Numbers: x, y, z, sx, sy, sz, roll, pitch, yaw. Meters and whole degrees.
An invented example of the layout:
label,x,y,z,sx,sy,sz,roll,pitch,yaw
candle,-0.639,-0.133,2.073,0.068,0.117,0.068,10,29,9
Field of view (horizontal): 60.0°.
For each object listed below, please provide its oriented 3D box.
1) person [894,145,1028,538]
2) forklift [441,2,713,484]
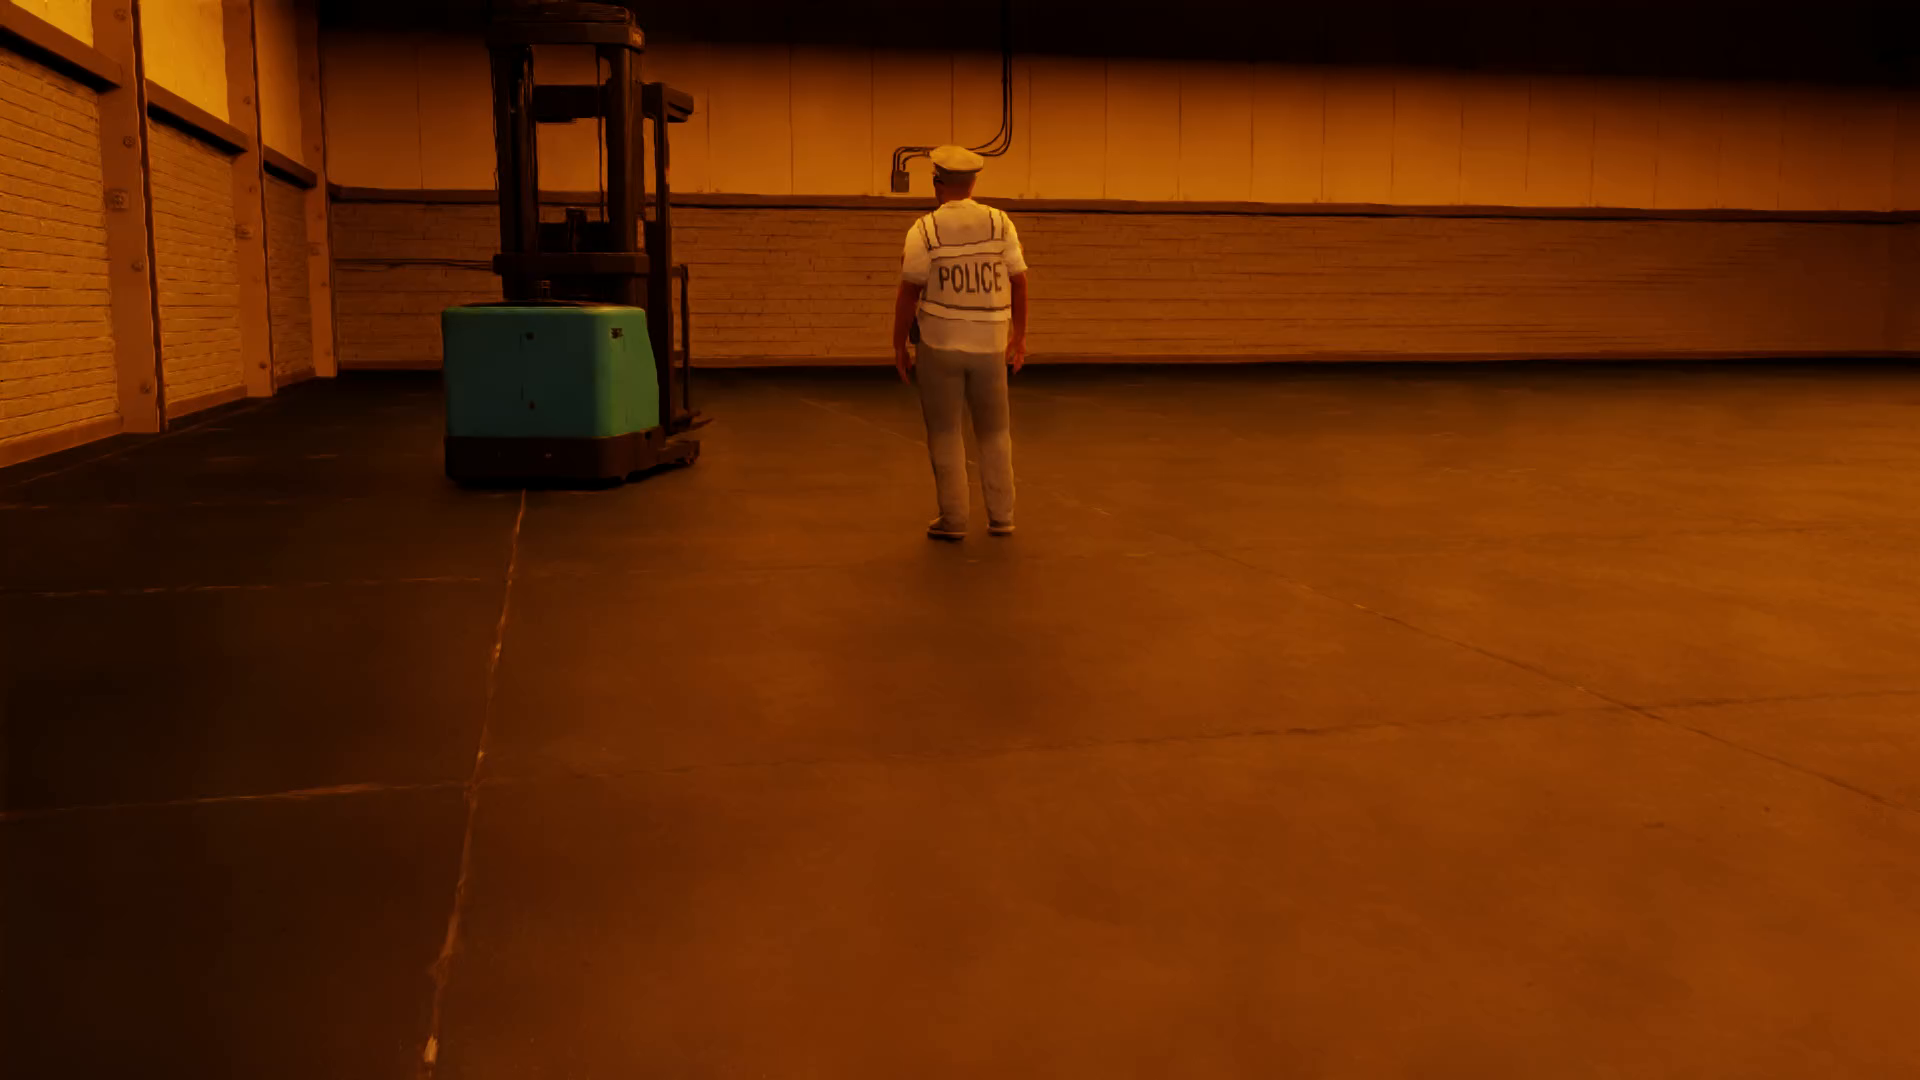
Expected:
label,x,y,z,sx,sy,sz,roll,pitch,yaw
person,-0.007,-0.901,7.660,0.640,1.781,0.574,-2,8,-13
forklift,-2.404,-1.960,11.130,1.130,2.935,3.031,1,8,6
